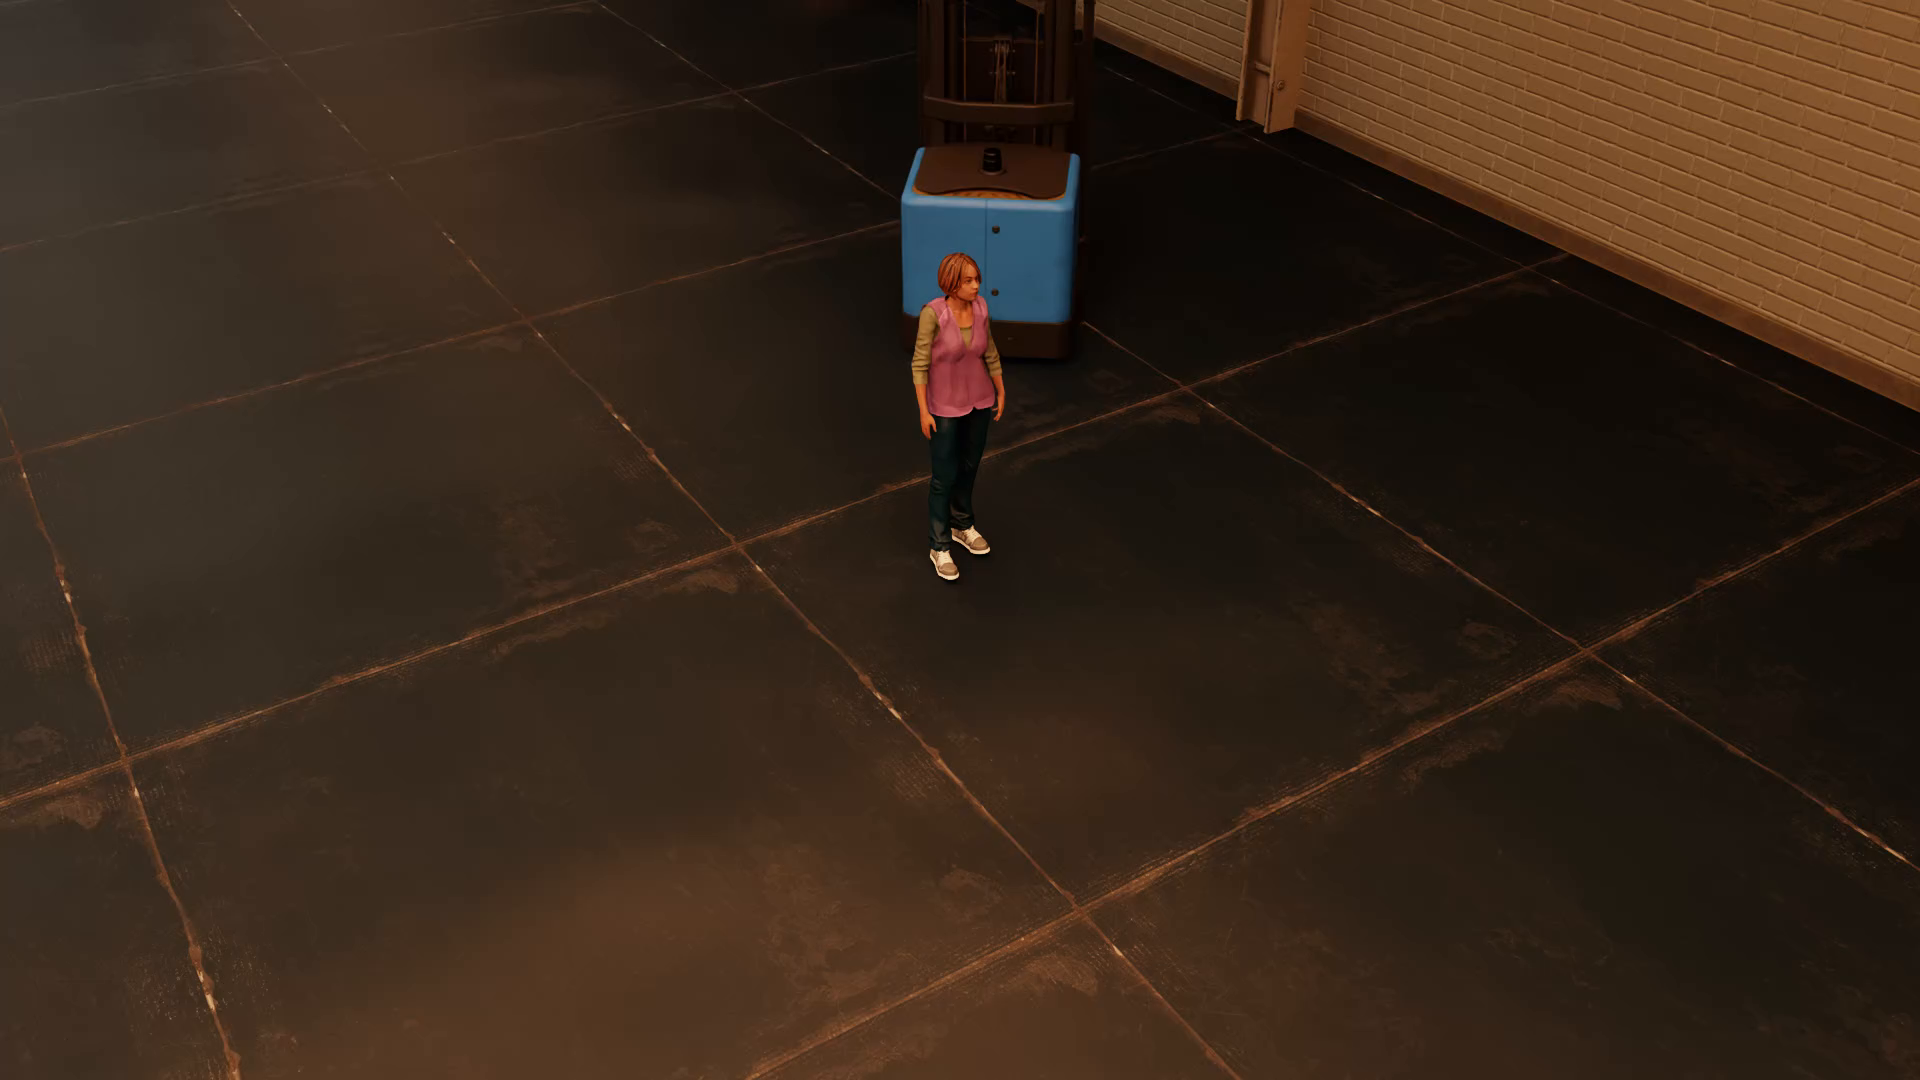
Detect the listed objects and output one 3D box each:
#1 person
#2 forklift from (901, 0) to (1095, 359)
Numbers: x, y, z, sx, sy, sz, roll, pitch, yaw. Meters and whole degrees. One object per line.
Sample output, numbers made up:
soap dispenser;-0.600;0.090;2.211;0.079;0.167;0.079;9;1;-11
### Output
person;0.029;-0.619;8.177;0.521;1.599;0.473;-21;40;-27
forklift;0.309;-3.134;10.608;1.130;2.935;3.031;3;35;5
